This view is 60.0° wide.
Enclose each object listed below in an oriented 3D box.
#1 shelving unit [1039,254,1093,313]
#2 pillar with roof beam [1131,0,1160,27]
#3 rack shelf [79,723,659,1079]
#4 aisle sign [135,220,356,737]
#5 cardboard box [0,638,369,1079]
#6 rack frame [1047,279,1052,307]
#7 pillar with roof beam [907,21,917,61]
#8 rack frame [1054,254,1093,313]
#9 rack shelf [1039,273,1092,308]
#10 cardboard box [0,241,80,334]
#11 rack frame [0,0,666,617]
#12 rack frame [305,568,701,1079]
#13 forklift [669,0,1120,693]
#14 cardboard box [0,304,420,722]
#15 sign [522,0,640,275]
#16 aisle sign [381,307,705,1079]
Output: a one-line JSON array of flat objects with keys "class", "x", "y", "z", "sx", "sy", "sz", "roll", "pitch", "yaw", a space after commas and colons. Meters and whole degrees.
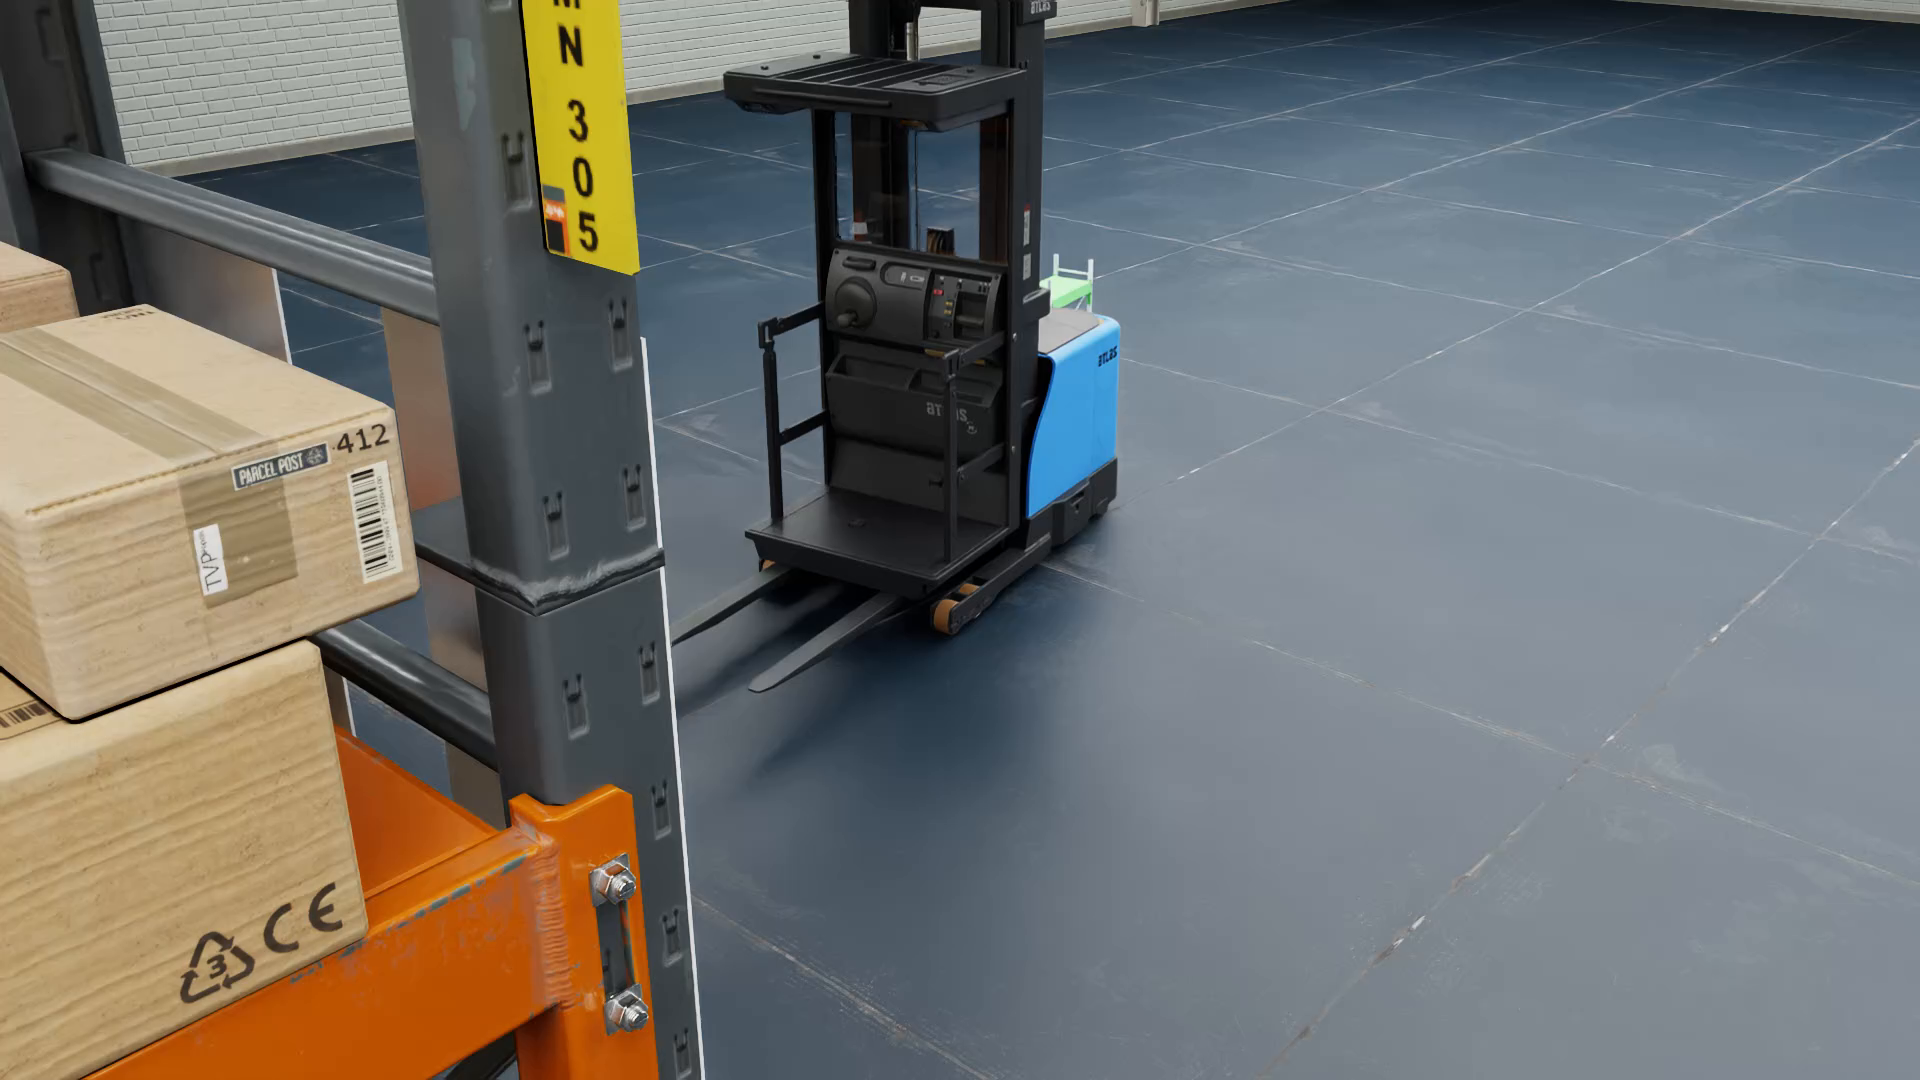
[{"class": "shelving unit", "x": 0.514, "y": -0.962, "z": 9.429, "sx": 0.258, "sy": 1.200, "sz": 0.503, "roll": 14, "pitch": 28, "yaw": 28}, {"class": "pillar with roof beam", "x": 6.352, "y": -11.696, "z": 23.836, "sx": 9.100, "sy": 9.000, "sz": 0.400, "roll": 20, "pitch": 31, "yaw": 38}, {"class": "rack shelf", "x": -1.992, "y": 0.841, "z": 0.420, "sx": 1.077, "sy": 0.370, "sz": 4.000, "roll": 20, "pitch": 31, "yaw": 38}, {"class": "aisle sign", "x": -0.839, "y": -0.015, "z": 1.939, "sx": 0.394, "sy": 0.787, "sz": 0.004, "roll": 20, "pitch": 31, "yaw": 38}, {"class": "cardboard box", "x": -0.790, "y": 0.188, "z": 1.180, "sx": 0.500, "sy": 0.250, "sz": 0.500, "roll": 21, "pitch": 32, "yaw": 39}, {"class": "rack frame", "x": 0.388, "y": -0.876, "z": 9.238, "sx": 0.240, "sy": 1.200, "sz": 0.015, "roll": 14, "pitch": 28, "yaw": 28}, {"class": "pillar with roof beam", "x": 2.347, "y": -9.868, "z": 19.759, "sx": 9.100, "sy": 9.000, "sz": 0.400, "roll": 20, "pitch": 31, "yaw": 38}, {"class": "rack frame", "x": 0.639, "y": -1.047, "z": 9.620, "sx": 0.240, "sy": 1.200, "sz": 0.015, "roll": 14, "pitch": 28, "yaw": 28}, {"class": "rack shelf", "x": 0.514, "y": -1.342, "z": 9.258, "sx": 0.258, "sy": 0.148, "sz": 0.480, "roll": 14, "pitch": 28, "yaw": 28}, {"class": "cardboard box", "x": -1.013, "y": -0.189, "z": 1.535, "sx": 0.380, "sy": 0.149, "sz": 0.250, "roll": 20, "pitch": 31, "yaw": 37}, {"class": "rack frame", "x": -0.657, "y": -1.465, "z": 1.018, "sx": 1.000, "sy": 3.000, "sz": 0.127, "roll": 20, "pitch": 31, "yaw": 38}, {"class": "rack frame", "x": -0.657, "y": 1.272, "z": 2.246, "sx": 1.000, "sy": 3.000, "sz": 0.127, "roll": 20, "pitch": 31, "yaw": 38}, {"class": "forklift", "x": -0.333, "y": -1.110, "z": 7.644, "sx": 1.130, "sy": 2.935, "sz": 3.031, "roll": 14, "pitch": 28, "yaw": 28}, {"class": "cardboard box", "x": -0.610, "y": -0.040, "z": 1.202, "sx": 0.380, "sy": 0.149, "sz": 0.250, "roll": 20, "pitch": 31, "yaw": 38}, {"class": "sign", "x": -0.257, "y": -0.343, "z": 1.099, "sx": 0.100, "sy": 0.325, "sz": 0.005, "roll": 20, "pitch": 31, "yaw": 38}, {"class": "aisle sign", "x": -0.393, "y": 0.149, "z": 1.573, "sx": 0.394, "sy": 0.787, "sz": 0.004, "roll": 20, "pitch": 31, "yaw": 38}]
